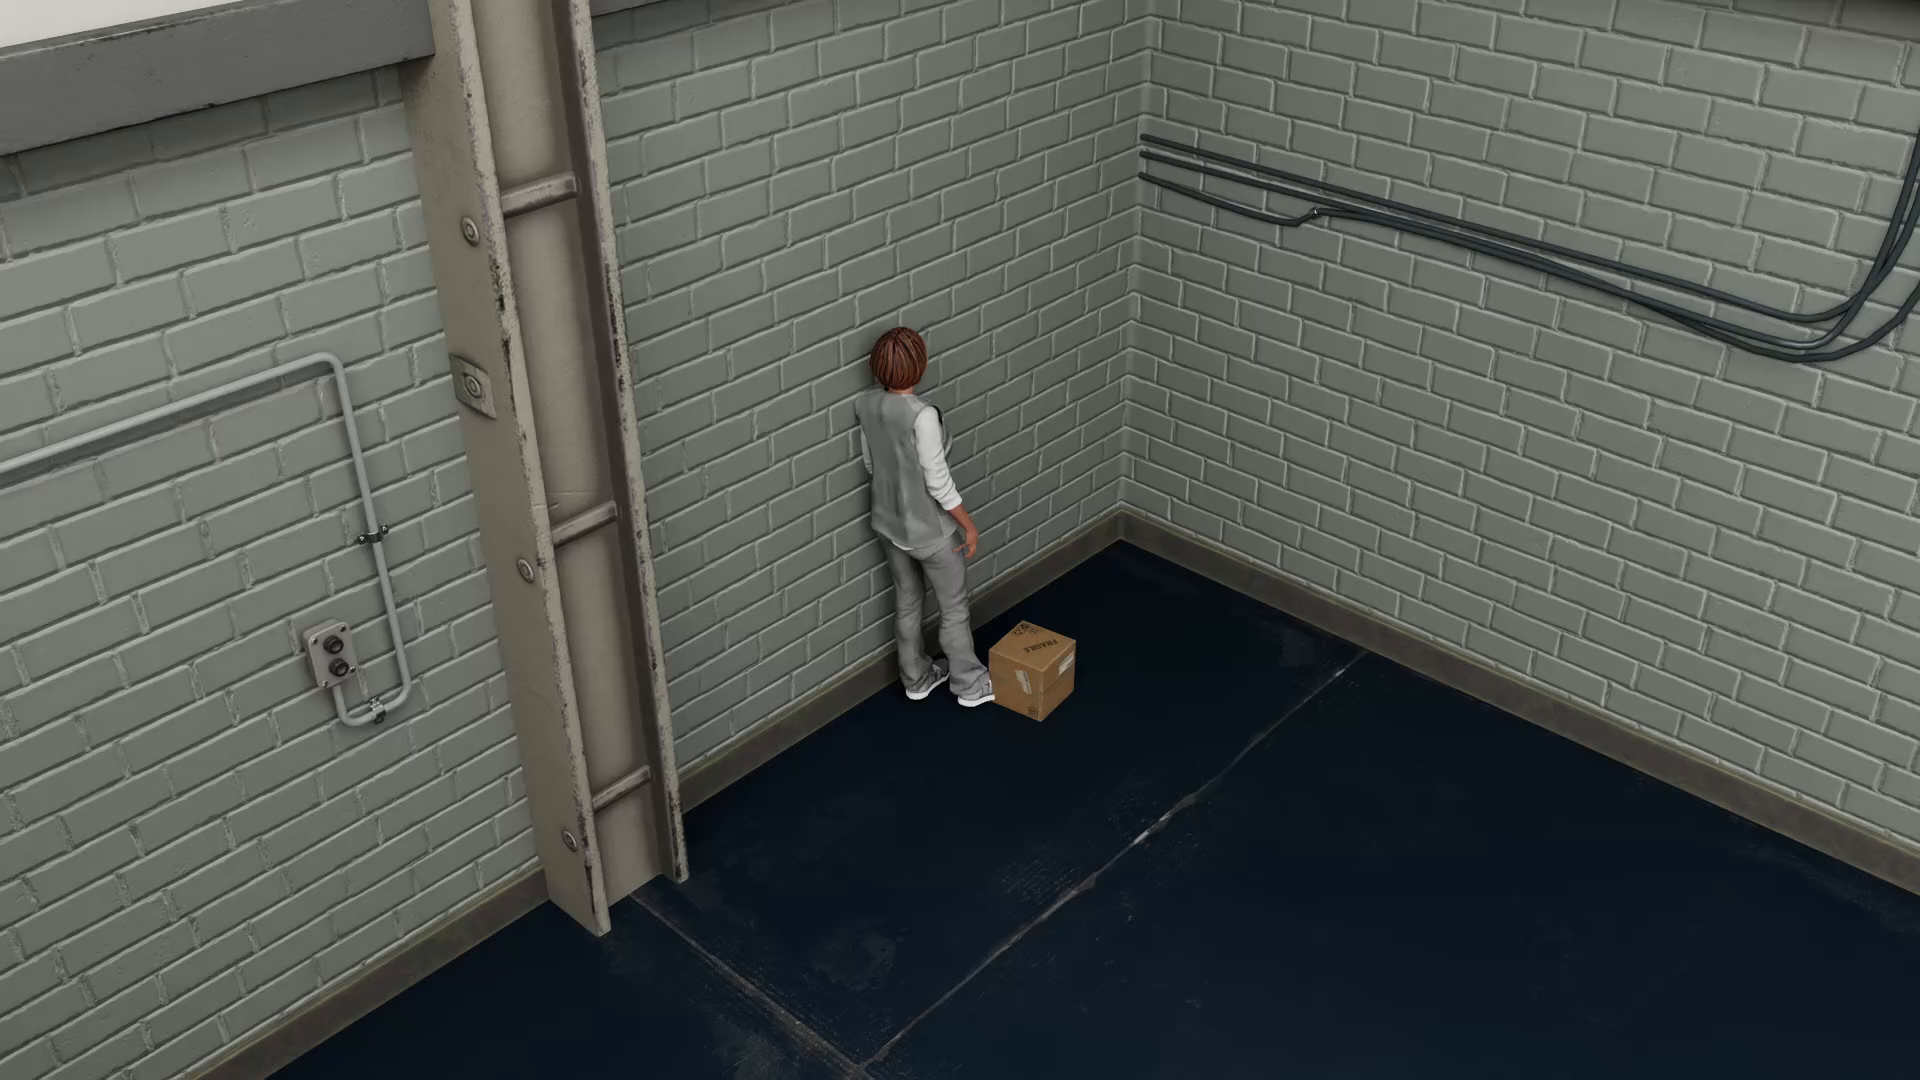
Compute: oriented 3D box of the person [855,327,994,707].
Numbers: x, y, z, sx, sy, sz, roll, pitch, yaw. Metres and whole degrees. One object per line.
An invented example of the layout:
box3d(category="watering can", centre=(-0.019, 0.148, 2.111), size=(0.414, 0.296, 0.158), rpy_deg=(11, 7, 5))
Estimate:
box3d(category="person", centre=(-0.105, -0.077, 6.267), size=(0.520, 1.579, 0.475), rpy_deg=(26, 40, 35))
